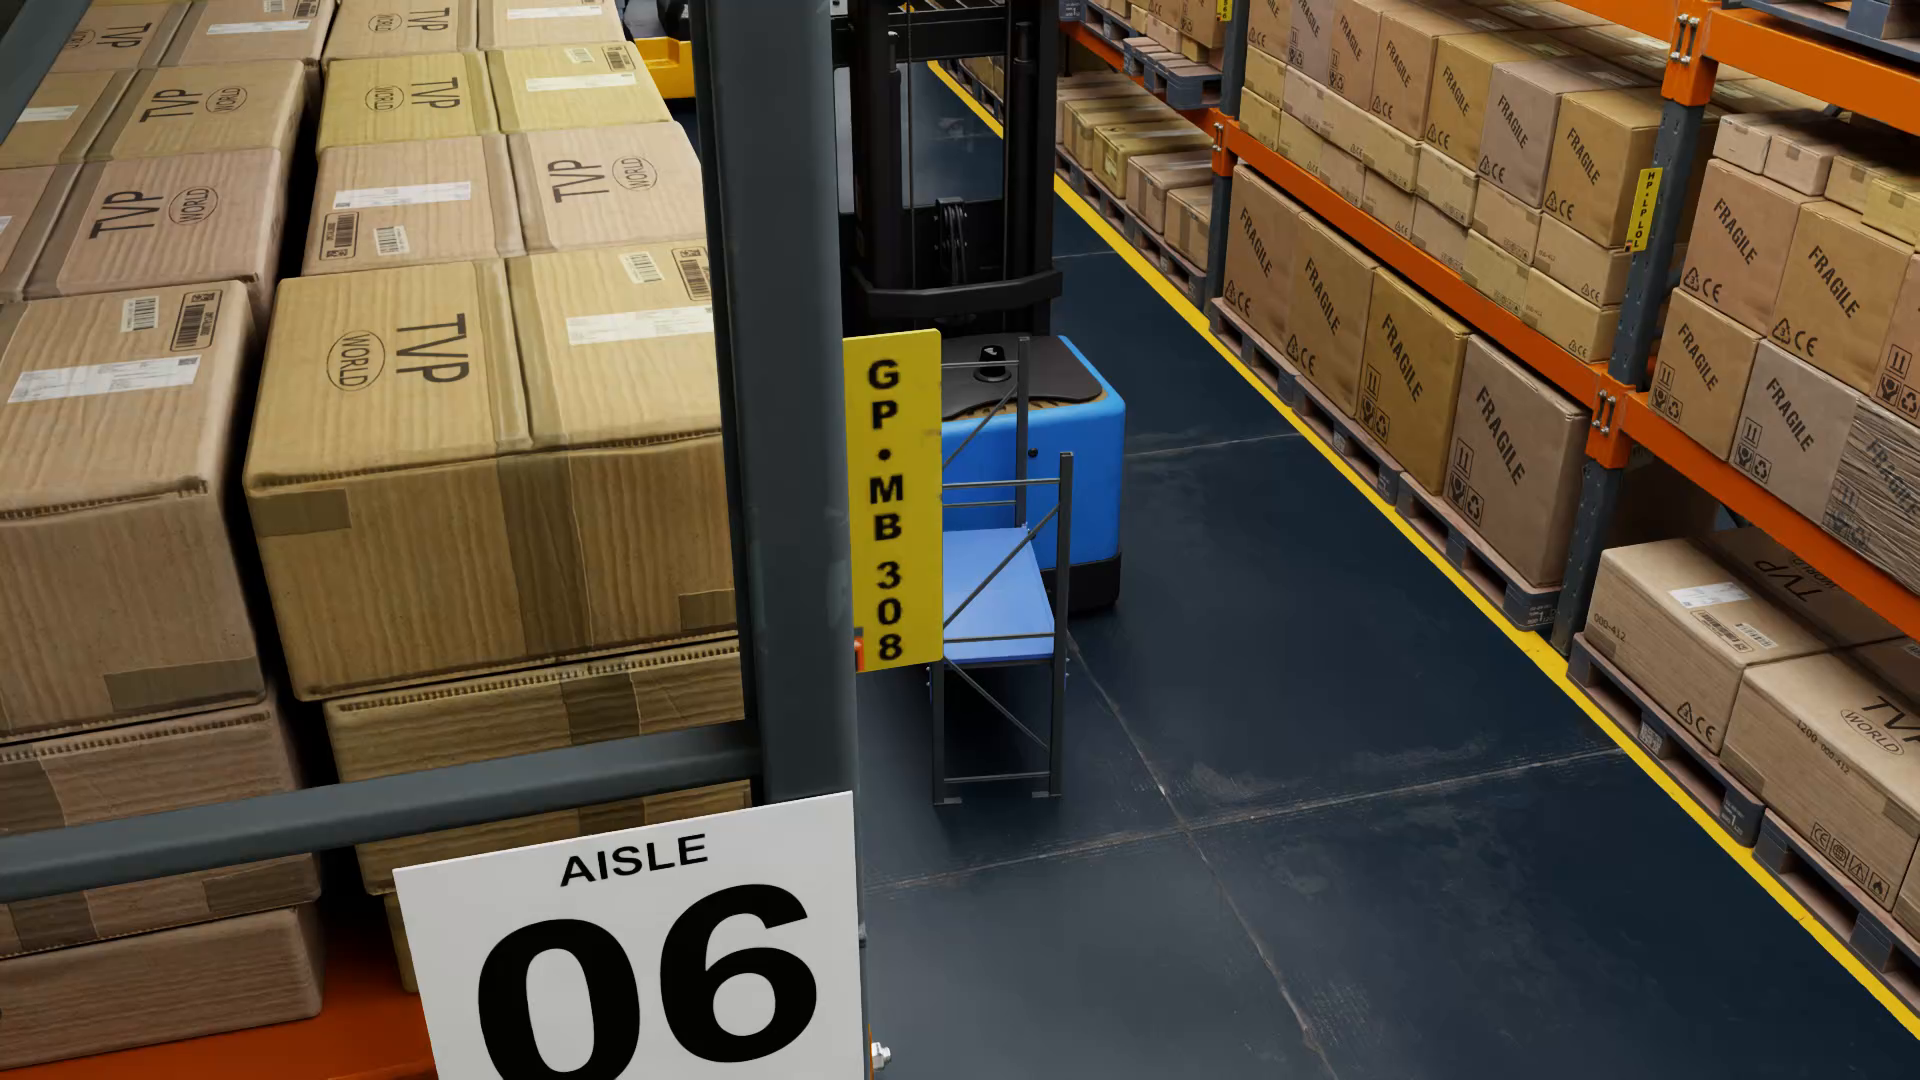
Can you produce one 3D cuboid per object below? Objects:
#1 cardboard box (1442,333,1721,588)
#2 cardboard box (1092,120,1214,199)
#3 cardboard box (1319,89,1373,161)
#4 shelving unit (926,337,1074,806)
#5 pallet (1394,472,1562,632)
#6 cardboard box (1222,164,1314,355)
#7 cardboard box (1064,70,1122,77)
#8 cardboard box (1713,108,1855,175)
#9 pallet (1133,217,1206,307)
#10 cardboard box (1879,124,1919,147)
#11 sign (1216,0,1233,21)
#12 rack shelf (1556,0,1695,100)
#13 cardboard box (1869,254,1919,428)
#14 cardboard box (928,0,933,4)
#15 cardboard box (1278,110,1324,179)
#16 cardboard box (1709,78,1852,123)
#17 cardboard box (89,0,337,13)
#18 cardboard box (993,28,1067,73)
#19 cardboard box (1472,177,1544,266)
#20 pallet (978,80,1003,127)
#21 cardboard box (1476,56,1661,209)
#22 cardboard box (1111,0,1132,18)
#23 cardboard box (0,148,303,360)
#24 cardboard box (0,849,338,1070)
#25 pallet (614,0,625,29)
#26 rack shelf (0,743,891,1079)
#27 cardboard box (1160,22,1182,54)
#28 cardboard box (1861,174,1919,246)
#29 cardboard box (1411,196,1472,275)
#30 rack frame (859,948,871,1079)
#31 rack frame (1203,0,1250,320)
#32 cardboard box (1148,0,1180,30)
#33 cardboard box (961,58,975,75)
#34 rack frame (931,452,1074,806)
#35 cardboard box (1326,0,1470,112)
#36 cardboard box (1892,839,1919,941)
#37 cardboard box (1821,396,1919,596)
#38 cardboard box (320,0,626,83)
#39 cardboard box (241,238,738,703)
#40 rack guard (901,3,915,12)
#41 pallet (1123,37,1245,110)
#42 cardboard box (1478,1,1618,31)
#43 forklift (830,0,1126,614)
[{"bbox_3d":[2.894,-0.421,7.686,0.875,0.875,0.875,-7,31,-12],"label":"cardboard box"},{"bbox_3d":[1.534,-2.843,12.372,0.950,0.372,0.625,-7,31,-12],"label":"cardboard box"},{"bbox_3d":[2.227,-2.184,8.680,0.500,0.250,0.500,-8,31,-13],"label":"cardboard box"},{"bbox_3d":[0.086,0.110,6.563,0.538,1.500,1.048,-3,30,-6],"label":"shelving unit"},{"bbox_3d":[2.858,-0.026,8.085,1.003,0.211,1.213,-8,31,-13],"label":"pallet"},{"bbox_3d":[2.177,-1.720,9.929,0.875,0.875,0.875,-8,31,-14],"label":"cardboard box"},{"bbox_3d":[1.116,-4.047,14.573,0.500,0.250,0.500,-9,31,-16],"label":"cardboard box"},{"bbox_3d":[2.969,-1.440,5.998,0.380,0.149,0.250,-8,31,-14],"label":"cardboard box"},{"bbox_3d":[1.868,-1.973,11.448,1.003,0.211,1.213,-8,31,-13],"label":"pallet"},{"bbox_3d":[3.489,-1.379,5.893,0.380,0.149,0.250,-7,31,-12],"label":"cardboard box"},{"bbox_3d":[1.553,-3.192,9.694,0.100,0.325,0.005,-8,31,-13],"label":"sign"},{"bbox_3d":[2.605,-2.823,7.857,1.077,0.370,4.000,-8,31,-13],"label":"rack shelf"},{"bbox_3d":[3.282,-0.591,5.178,0.500,0.500,0.500,-7,31,-12],"label":"cardboard box"},{"bbox_3d":[-0.095,-5.545,16.412,0.500,0.500,0.500,-9,31,-15],"label":"cardboard box"},{"bbox_3d":[2.114,-2.222,9.244,0.500,0.250,0.500,-9,31,-15],"label":"cardboard box"},{"bbox_3d":[3.296,-1.597,6.917,0.500,0.500,0.500,-7,31,-13],"label":"cardboard box"},{"bbox_3d":[-1.505,-1.017,3.372,0.500,0.250,0.500,-8,31,-14],"label":"cardboard box"},{"bbox_3d":[0.596,-4.301,14.263,0.500,0.500,0.500,-8,31,-14],"label":"cardboard box"},{"bbox_3d":[2.644,-1.443,7.399,0.500,0.250,0.500,-7,31,-12],"label":"cardboard box"},{"bbox_3d":[0.800,-3.847,14.686,1.003,0.211,1.213,-8,31,-13],"label":"pallet"},{"bbox_3d":[2.630,-1.778,7.229,0.500,0.500,0.500,-7,31,-12],"label":"cardboard box"},{"bbox_3d":[1.272,-3.740,11.549,0.380,0.149,0.250,-9,31,-15],"label":"cardboard box"},{"bbox_3d":[-1.112,-0.284,2.106,0.500,0.250,0.500,-9,31,-15],"label":"cardboard box"},{"bbox_3d":[-0.895,0.410,1.804,0.380,0.149,0.250,-7,31,-12],"label":"cardboard box"},{"bbox_3d":[-1.755,-1.750,5.472,1.213,0.211,1.003,-8,31,-13],"label":"pallet"},{"bbox_3d":[-1.118,-0.230,3.376,1.077,0.370,4.000,-8,31,-13],"label":"rack shelf"},{"bbox_3d":[1.509,-3.238,10.681,0.380,0.149,0.250,-8,31,-14],"label":"cardboard box"},{"bbox_3d":[3.168,-1.072,5.363,0.380,0.149,0.250,-8,31,-14],"label":"cardboard box"},{"bbox_3d":[2.524,-1.481,7.964,0.500,0.250,0.500,-9,31,-15],"label":"cardboard box"},{"bbox_3d":[-0.587,1.723,2.278,1.000,3.000,0.127,-8,31,-13],"label":"rack frame"},{"bbox_3d":[2.074,-2.802,10.097,1.000,3.000,0.127,-8,31,-13],"label":"rack frame"},{"bbox_3d":[1.537,-3.587,10.637,0.500,0.500,0.500,-8,31,-14],"label":"cardboard box"},{"bbox_3d":[0.315,-4.478,15.318,0.500,0.250,0.500,-7,31,-13],"label":"cardboard box"},{"bbox_3d":[0.144,0.363,6.126,0.500,1.500,0.032,-3,30,-6],"label":"rack frame"},{"bbox_3d":[2.232,-2.517,8.507,0.500,0.500,0.500,-7,31,-12],"label":"cardboard box"},{"bbox_3d":[3.675,1.242,5.248,0.875,0.438,0.875,-7,31,-12],"label":"cardboard box"},{"bbox_3d":[3.263,-0.168,5.445,0.500,0.500,0.500,-8,31,-13],"label":"cardboard box"},{"bbox_3d":[-0.872,-0.837,3.061,0.500,0.250,0.500,-7,31,-12],"label":"cardboard box"},{"bbox_3d":[-0.463,-0.103,1.793,0.500,0.250,0.500,-8,31,-14],"label":"cardboard box"},{"bbox_3d":[-0.029,-5.548,17.335,1.175,0.500,0.348,-8,31,-13],"label":"rack guard"},{"bbox_3d":[1.782,-3.049,10.715,1.213,0.211,1.003,-8,31,-13],"label":"pallet"},{"bbox_3d":[2.860,-2.331,8.184,0.500,0.500,0.500,-8,31,-14],"label":"cardboard box"},{"bbox_3d":[-0.184,-1.570,8.037,1.130,2.935,3.031,-9,31,-15],"label":"forklift"}]
